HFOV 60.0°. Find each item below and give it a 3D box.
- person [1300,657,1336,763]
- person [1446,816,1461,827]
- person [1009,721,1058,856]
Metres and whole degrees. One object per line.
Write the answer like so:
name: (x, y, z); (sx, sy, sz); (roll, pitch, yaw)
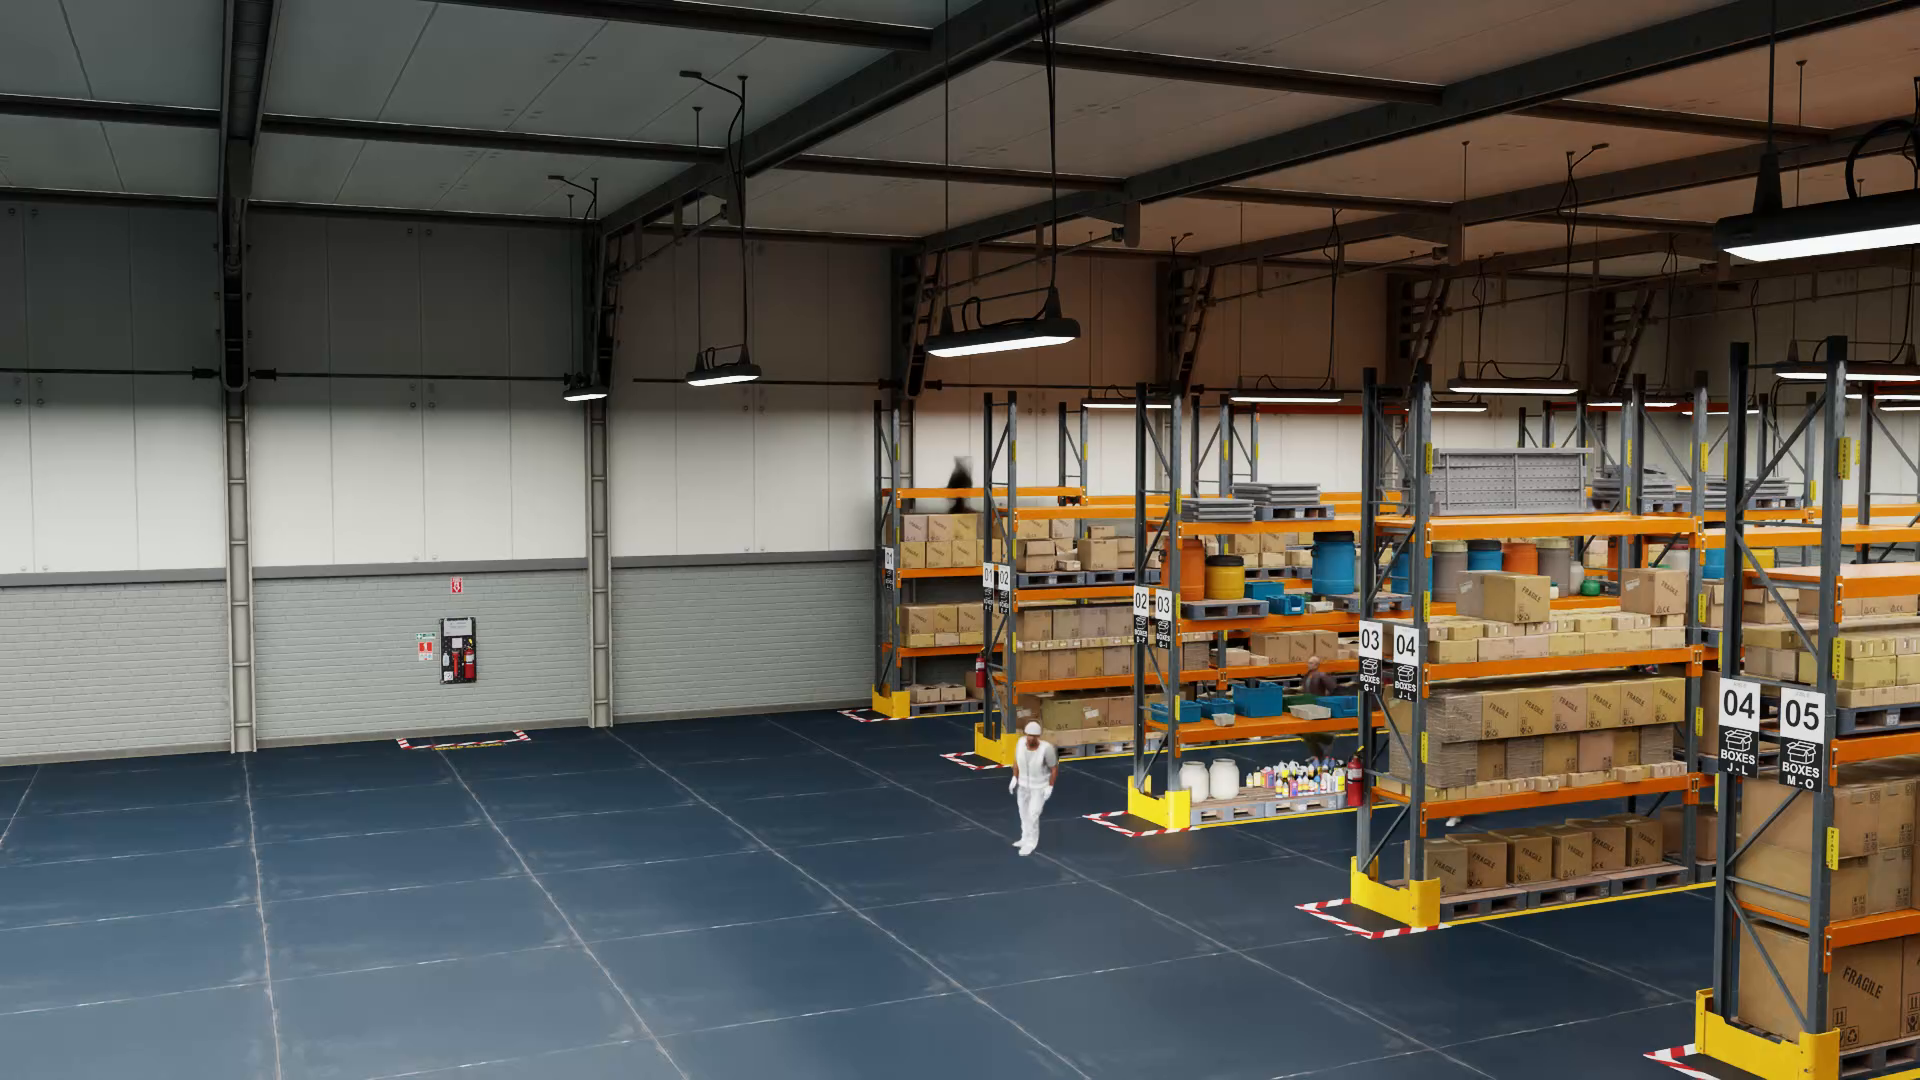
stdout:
person: (5.750, 2.742, 26.898); (0.662, 1.724, 0.701); (-2, 4, -32)
person: (6.898, 3.022, 22.618); (0.933, 1.663, 0.542); (-3, 5, -44)
person: (0.924, 3.096, 20.929); (0.674, 1.706, 0.671); (2, 4, 31)
